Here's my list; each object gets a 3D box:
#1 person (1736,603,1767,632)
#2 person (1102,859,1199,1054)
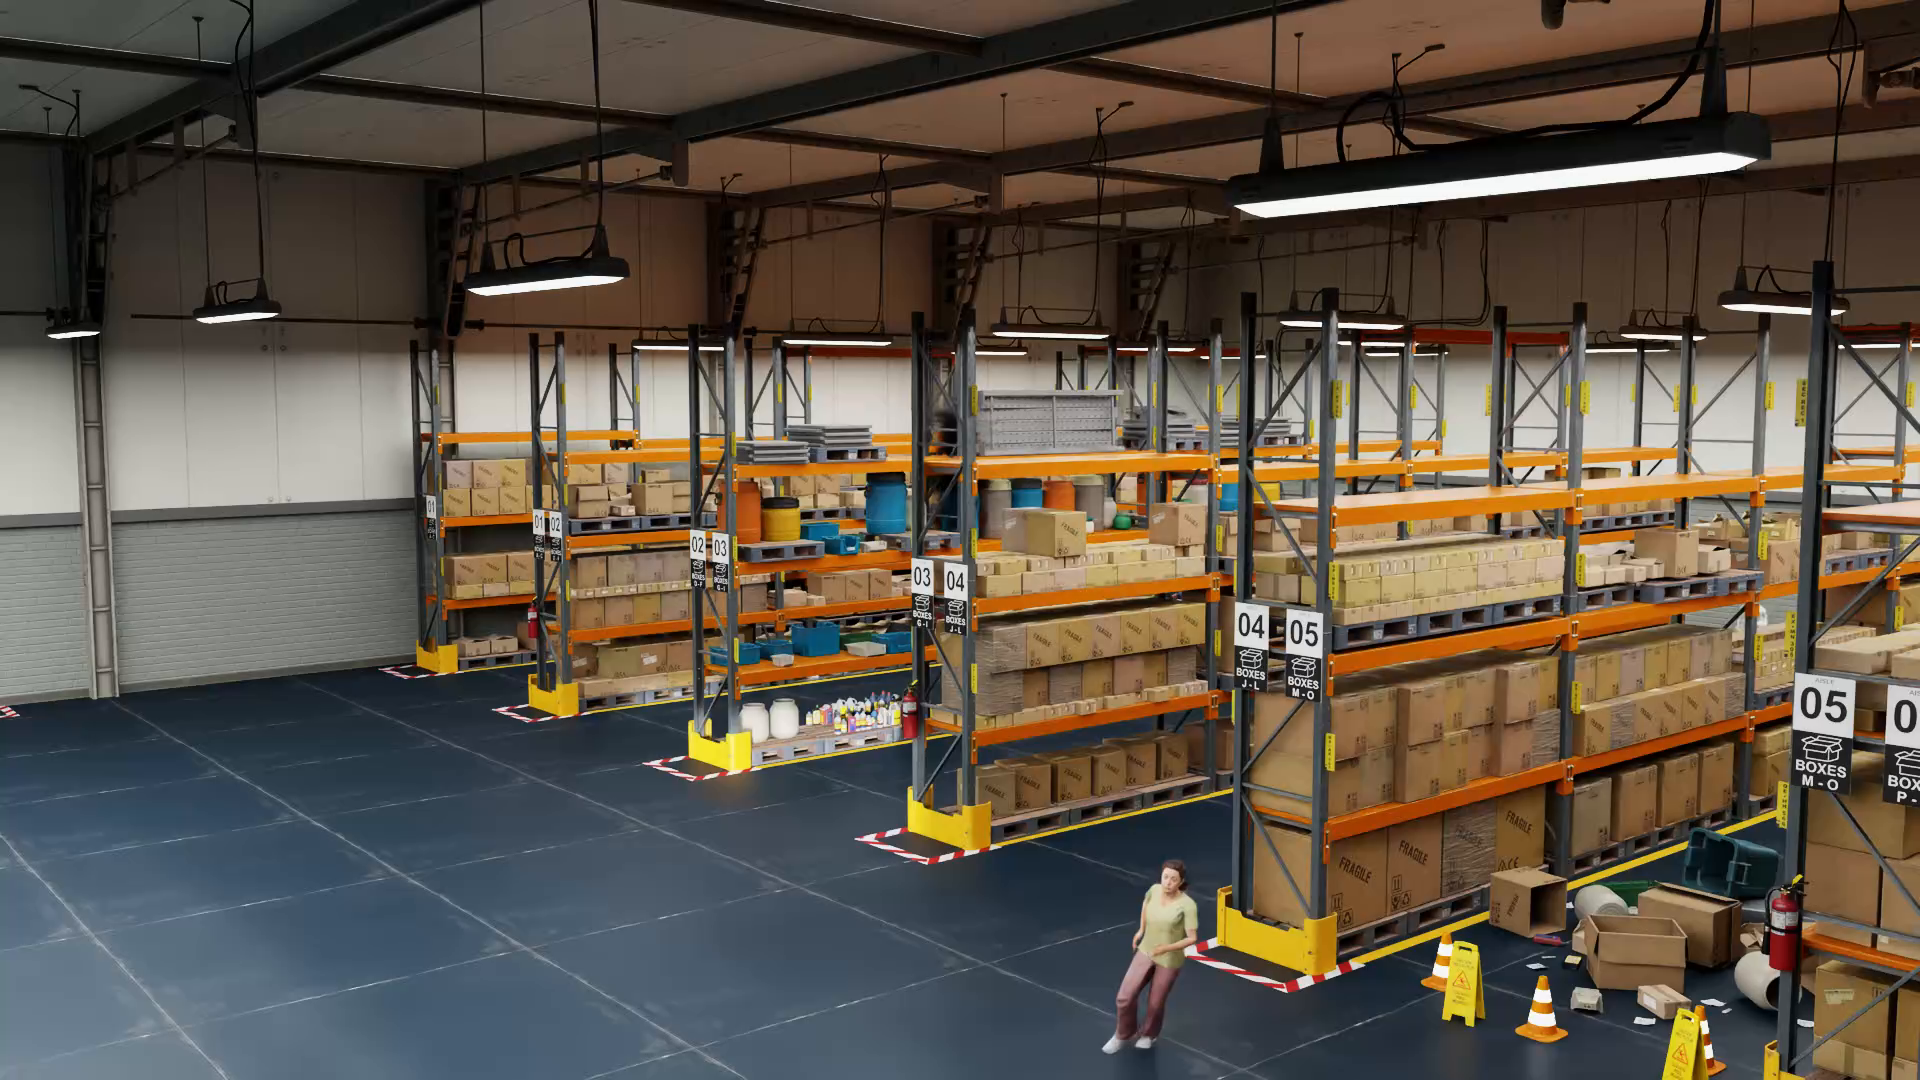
[{"bbox_3d":[13.799,1.657,29.114,0.745,1.664,0.706,-4,7,-37],"label":"person"},{"bbox_3d":[1.471,3.170,12.664,0.746,1.585,0.700,3,6,29],"label":"person"}]
